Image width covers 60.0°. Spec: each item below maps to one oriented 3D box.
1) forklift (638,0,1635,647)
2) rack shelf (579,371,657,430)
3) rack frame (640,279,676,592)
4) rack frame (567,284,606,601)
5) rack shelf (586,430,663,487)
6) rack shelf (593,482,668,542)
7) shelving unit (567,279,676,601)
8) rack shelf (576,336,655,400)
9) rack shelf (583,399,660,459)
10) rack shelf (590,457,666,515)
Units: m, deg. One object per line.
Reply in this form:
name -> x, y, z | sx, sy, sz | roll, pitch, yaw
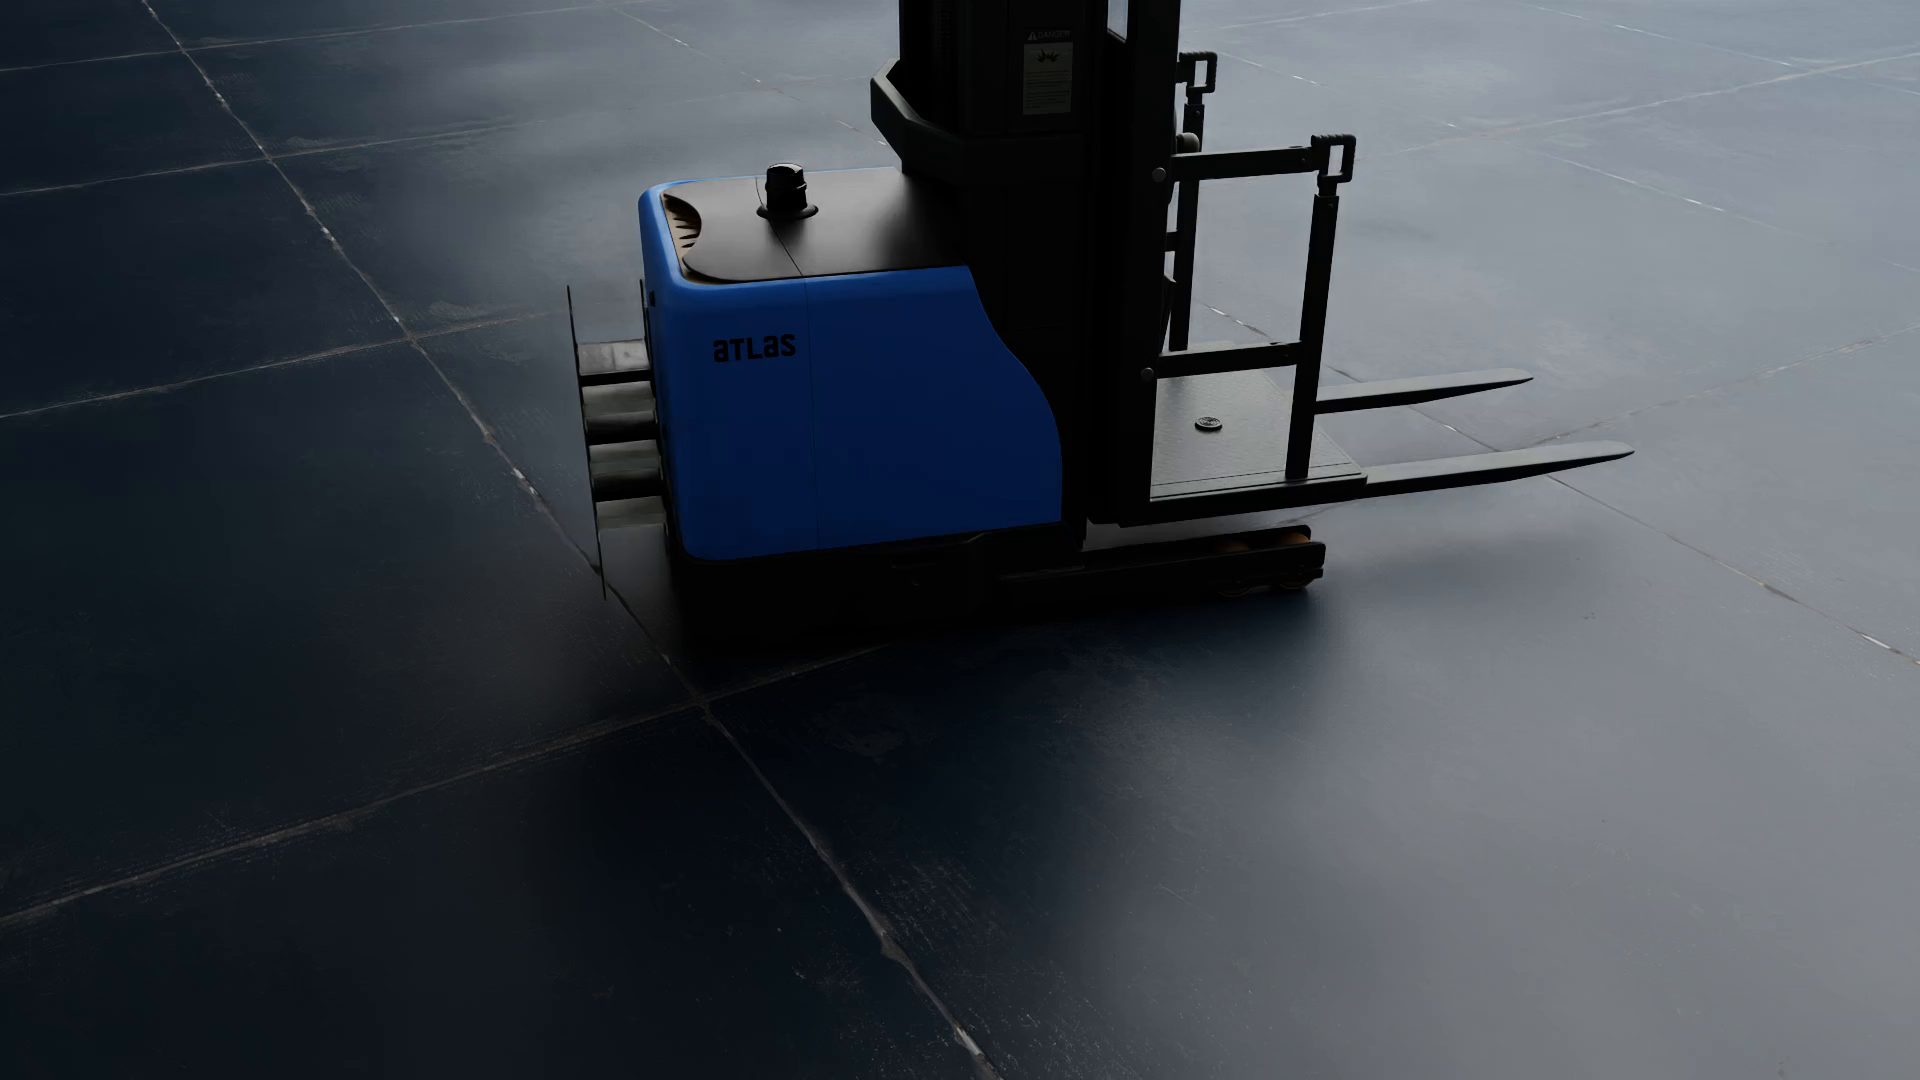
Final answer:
forklift -> 0.605, -1.354, 4.671 | 3.031, 2.935, 1.130 | -7, 30, -12
rack shelf -> -0.980, -0.411, 4.760 | 0.200, 0.077, 0.258 | -7, 30, -12
rack frame -> -0.881, -0.294, 4.852 | 0.006, 0.900, 0.240 | -7, 30, -12
rack frame -> -1.079, -0.271, 4.810 | 0.006, 0.900, 0.240 | -7, 30, -12
rack shelf -> -0.980, -0.254, 4.847 | 0.200, 0.077, 0.258 | -7, 30, -12
rack shelf -> -0.980, -0.096, 4.934 | 0.200, 0.077, 0.258 | -7, 30, -12
shelving unit -> -0.980, -0.283, 4.831 | 0.210, 0.900, 0.258 | -7, 30, -12
rack shelf -> -0.980, -0.490, 4.717 | 0.200, 0.077, 0.258 | -7, 30, -12
rack shelf -> -0.980, -0.332, 4.804 | 0.200, 0.077, 0.258 | -7, 30, -12
rack shelf -> -0.980, -0.175, 4.891 | 0.200, 0.077, 0.258 | -7, 30, -12
